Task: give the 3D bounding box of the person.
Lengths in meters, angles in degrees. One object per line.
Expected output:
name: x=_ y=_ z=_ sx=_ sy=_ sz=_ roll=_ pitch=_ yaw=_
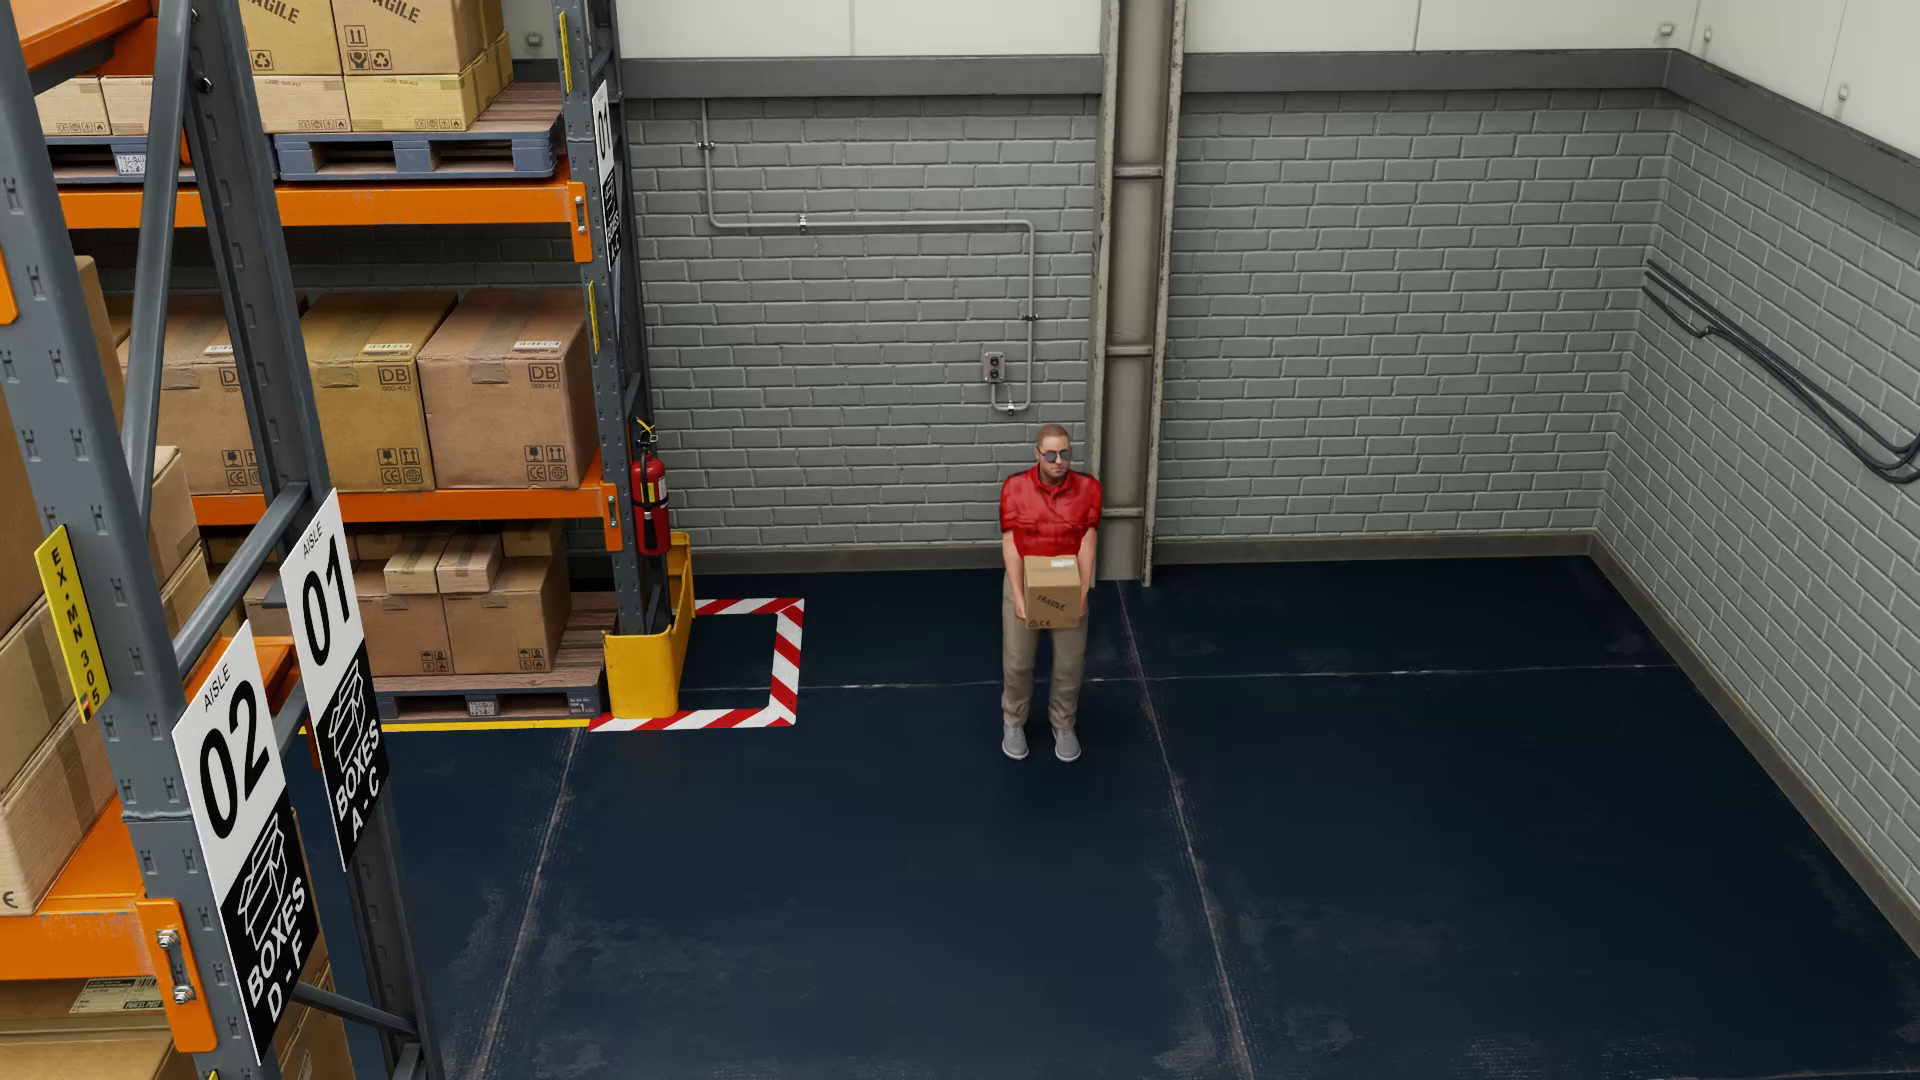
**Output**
person: x=0.439 y=0.301 z=8.070 sx=0.493 sy=1.719 sz=0.530 roll=-1 pitch=27 yaw=-2
